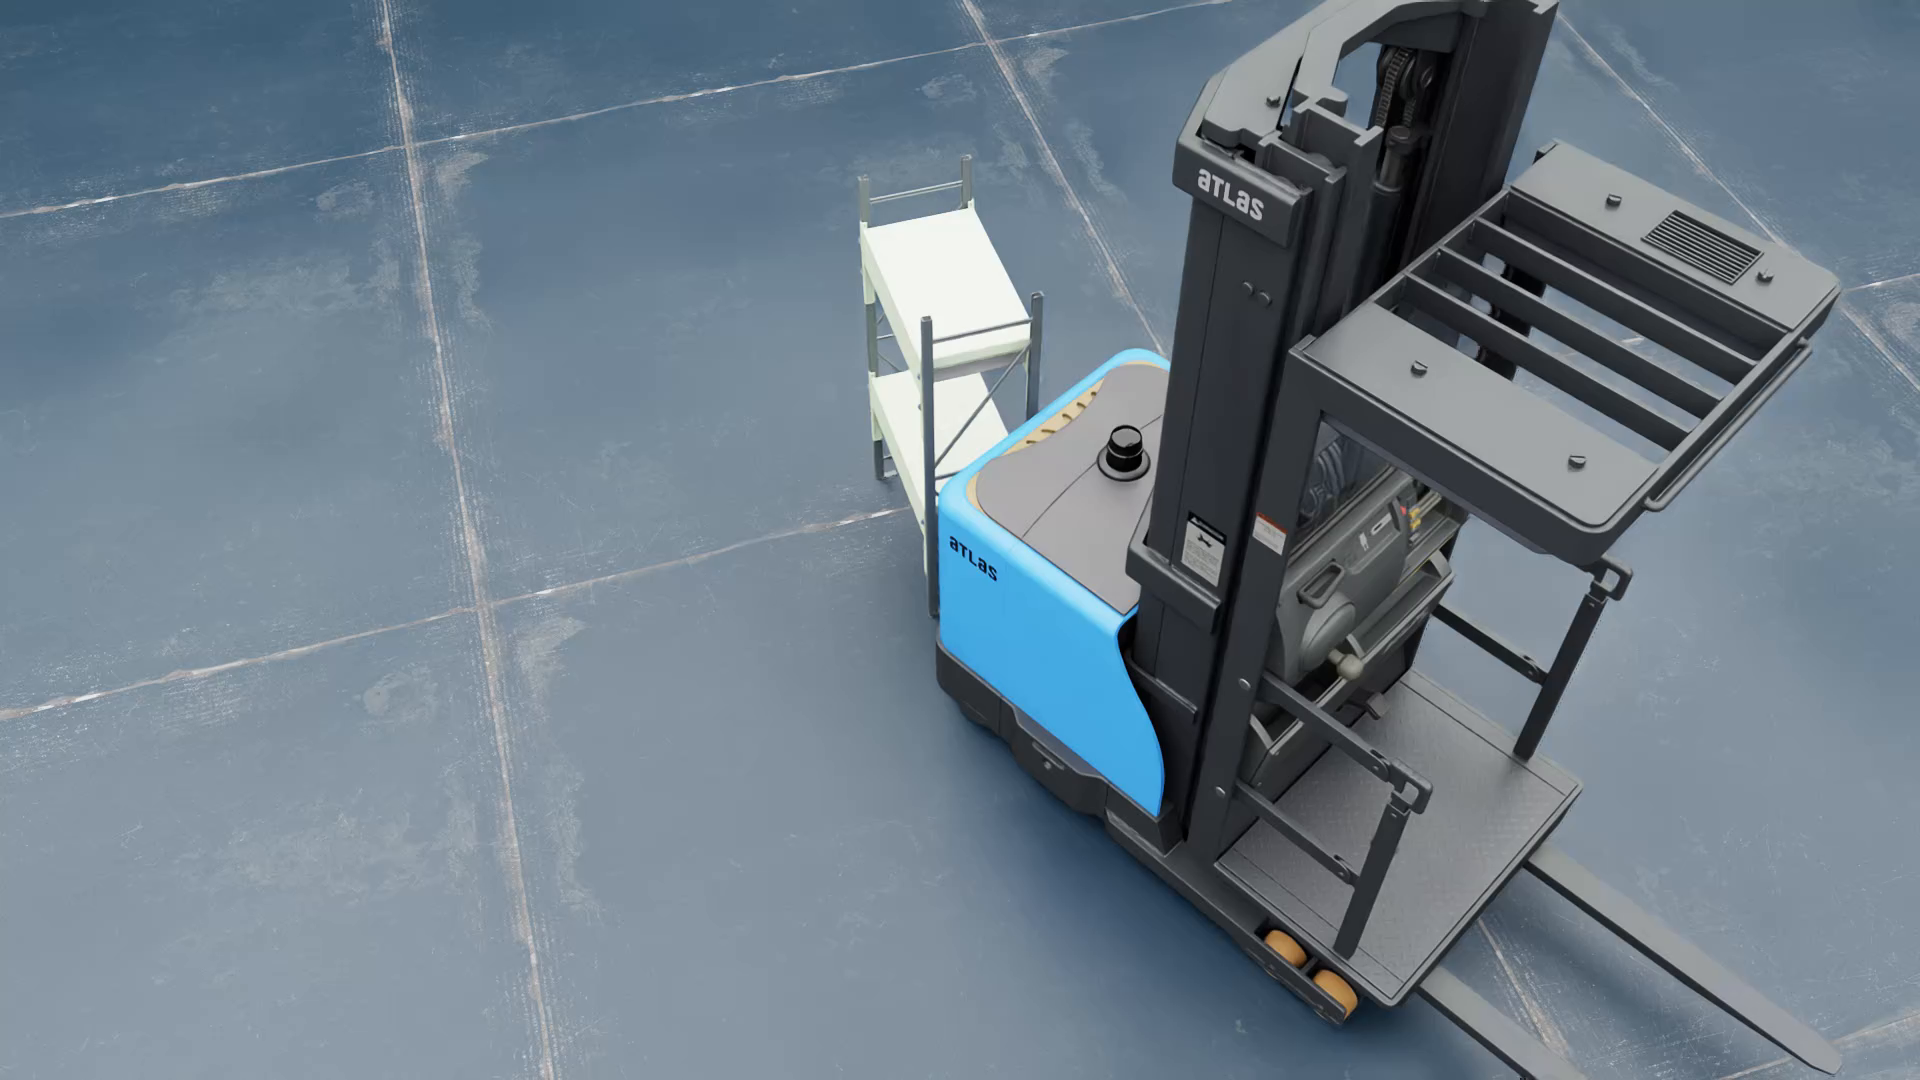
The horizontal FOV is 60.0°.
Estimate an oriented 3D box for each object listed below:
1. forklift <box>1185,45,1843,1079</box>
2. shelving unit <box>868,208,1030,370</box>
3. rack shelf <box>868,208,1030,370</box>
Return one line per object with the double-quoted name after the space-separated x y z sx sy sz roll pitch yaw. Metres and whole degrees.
1.621 0.415 4.403 2.170 2.733 1.118 37 59 27 "forklift"
-0.041 -0.851 5.591 0.368 0.052 0.686 -14 51 -11 "shelving unit"
-0.041 -0.851 5.591 0.368 0.052 0.686 -14 51 -11 "rack shelf"
